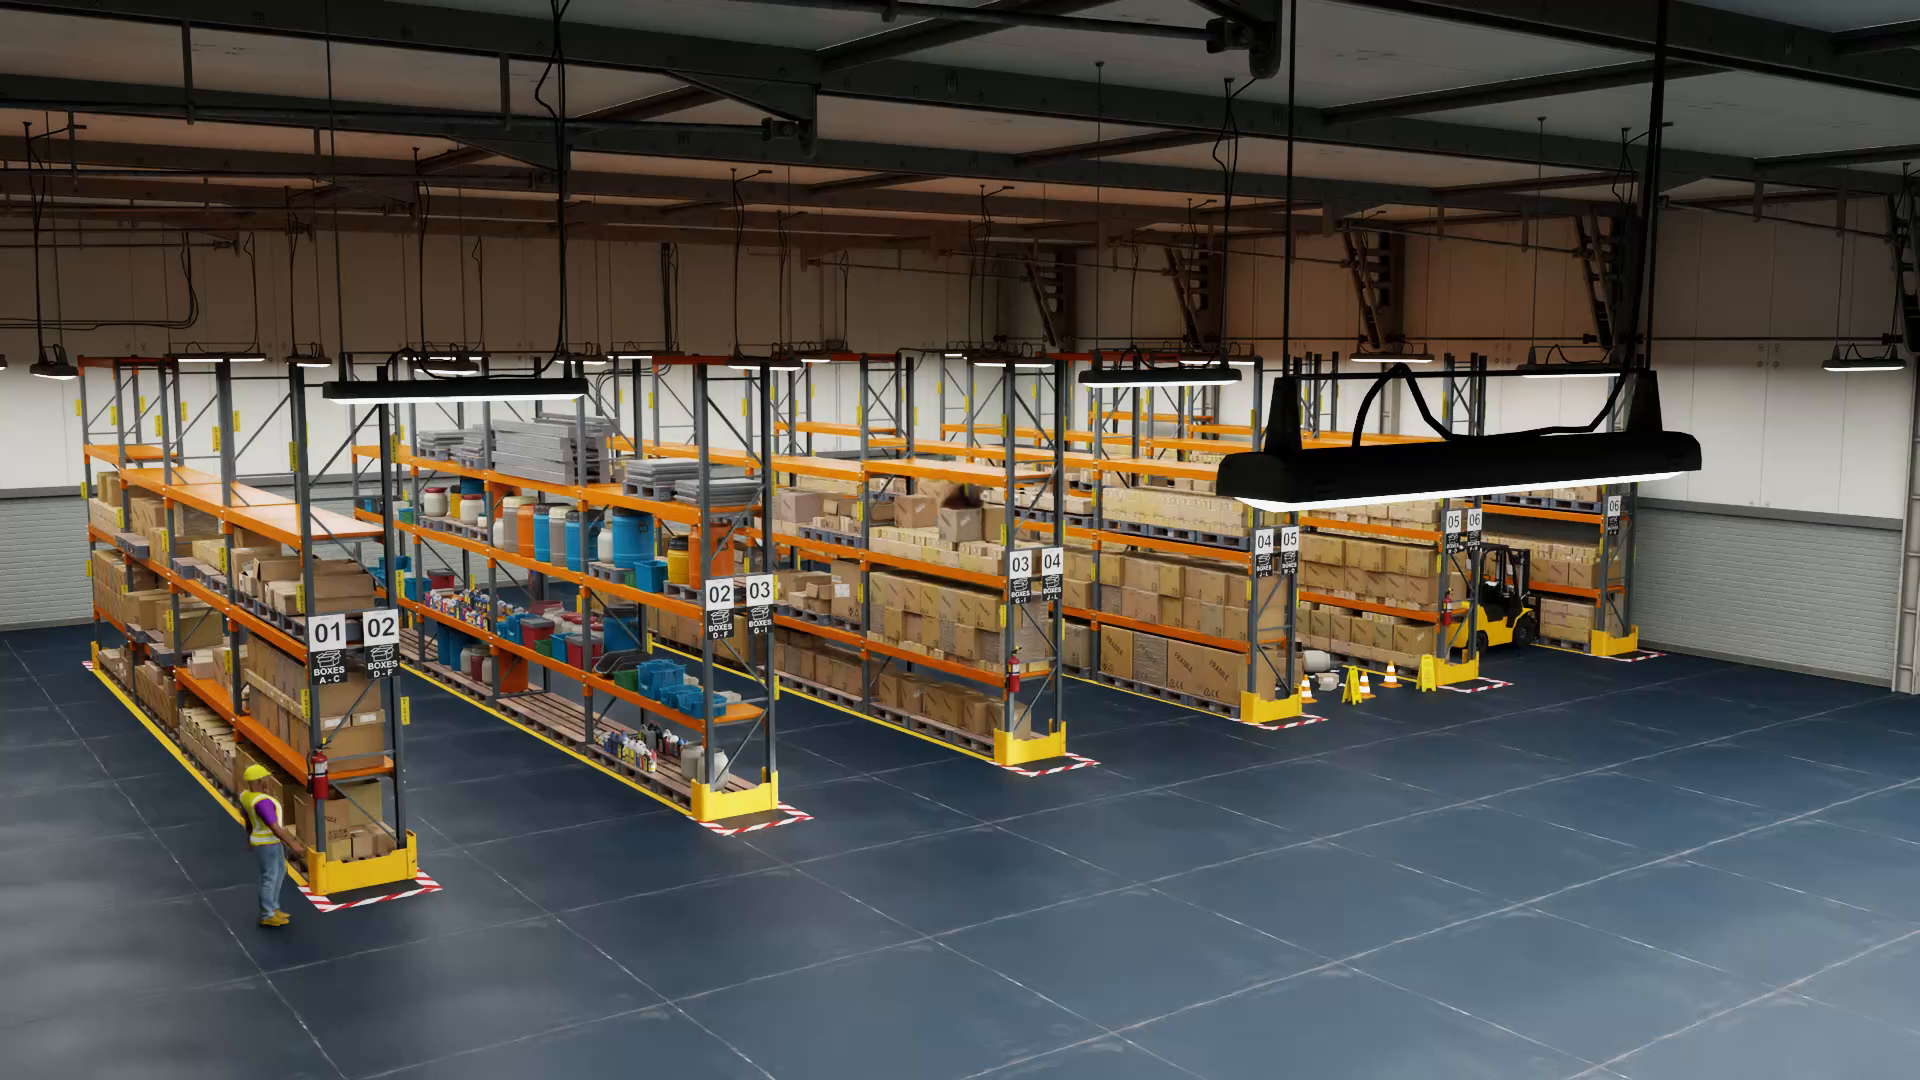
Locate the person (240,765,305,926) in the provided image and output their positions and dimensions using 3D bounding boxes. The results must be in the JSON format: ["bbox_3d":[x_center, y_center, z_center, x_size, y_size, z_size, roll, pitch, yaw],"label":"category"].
[{"bbox_3d":[-7.434,3.300,18.017,0.657,1.798,0.639,-2,7,-16],"label":"person"}]

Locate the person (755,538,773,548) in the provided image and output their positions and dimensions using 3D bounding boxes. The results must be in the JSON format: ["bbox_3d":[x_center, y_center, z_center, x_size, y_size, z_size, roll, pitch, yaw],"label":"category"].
[{"bbox_3d":[-4.907,0.410,41.466,0.541,1.774,0.571,-3,8,-26],"label":"person"}]

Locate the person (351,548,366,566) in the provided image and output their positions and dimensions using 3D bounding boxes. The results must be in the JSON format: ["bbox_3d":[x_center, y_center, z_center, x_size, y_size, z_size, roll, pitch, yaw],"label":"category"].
[{"bbox_3d":[-13.785,0.938,37.998,0.498,1.585,0.423,-1,7,-6],"label":"person"}]

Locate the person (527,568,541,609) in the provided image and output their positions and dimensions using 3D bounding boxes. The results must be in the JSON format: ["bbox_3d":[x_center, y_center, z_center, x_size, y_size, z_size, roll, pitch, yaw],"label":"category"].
[{"bbox_3d":[-9.635,0.938,37.754,0.328,1.670,0.487,1,7,5],"label":"person"}]
